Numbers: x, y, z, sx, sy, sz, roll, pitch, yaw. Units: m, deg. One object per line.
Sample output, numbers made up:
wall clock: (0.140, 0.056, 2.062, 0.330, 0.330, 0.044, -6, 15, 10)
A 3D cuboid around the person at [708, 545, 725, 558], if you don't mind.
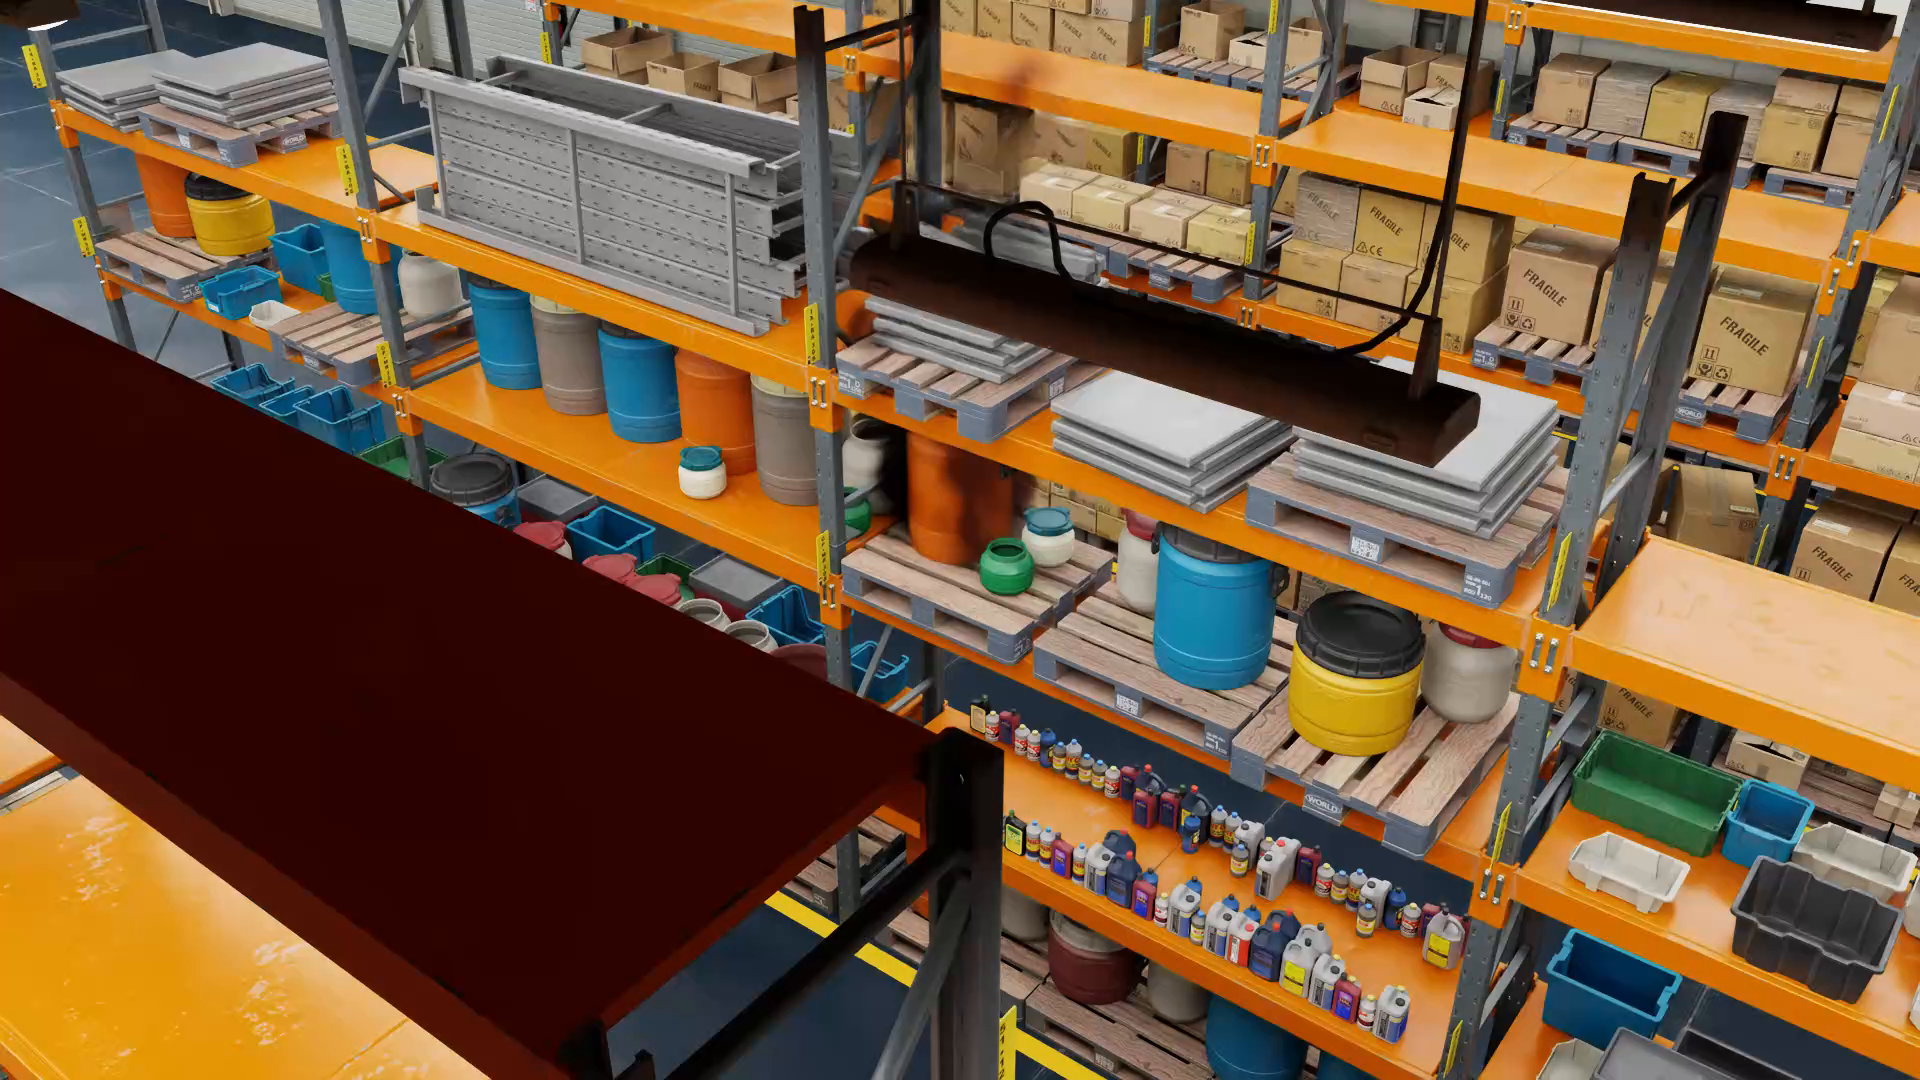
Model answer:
person: (-1.760, 0.107, 13.435, 0.659, 1.626, 0.614, 21, 37, 30)
